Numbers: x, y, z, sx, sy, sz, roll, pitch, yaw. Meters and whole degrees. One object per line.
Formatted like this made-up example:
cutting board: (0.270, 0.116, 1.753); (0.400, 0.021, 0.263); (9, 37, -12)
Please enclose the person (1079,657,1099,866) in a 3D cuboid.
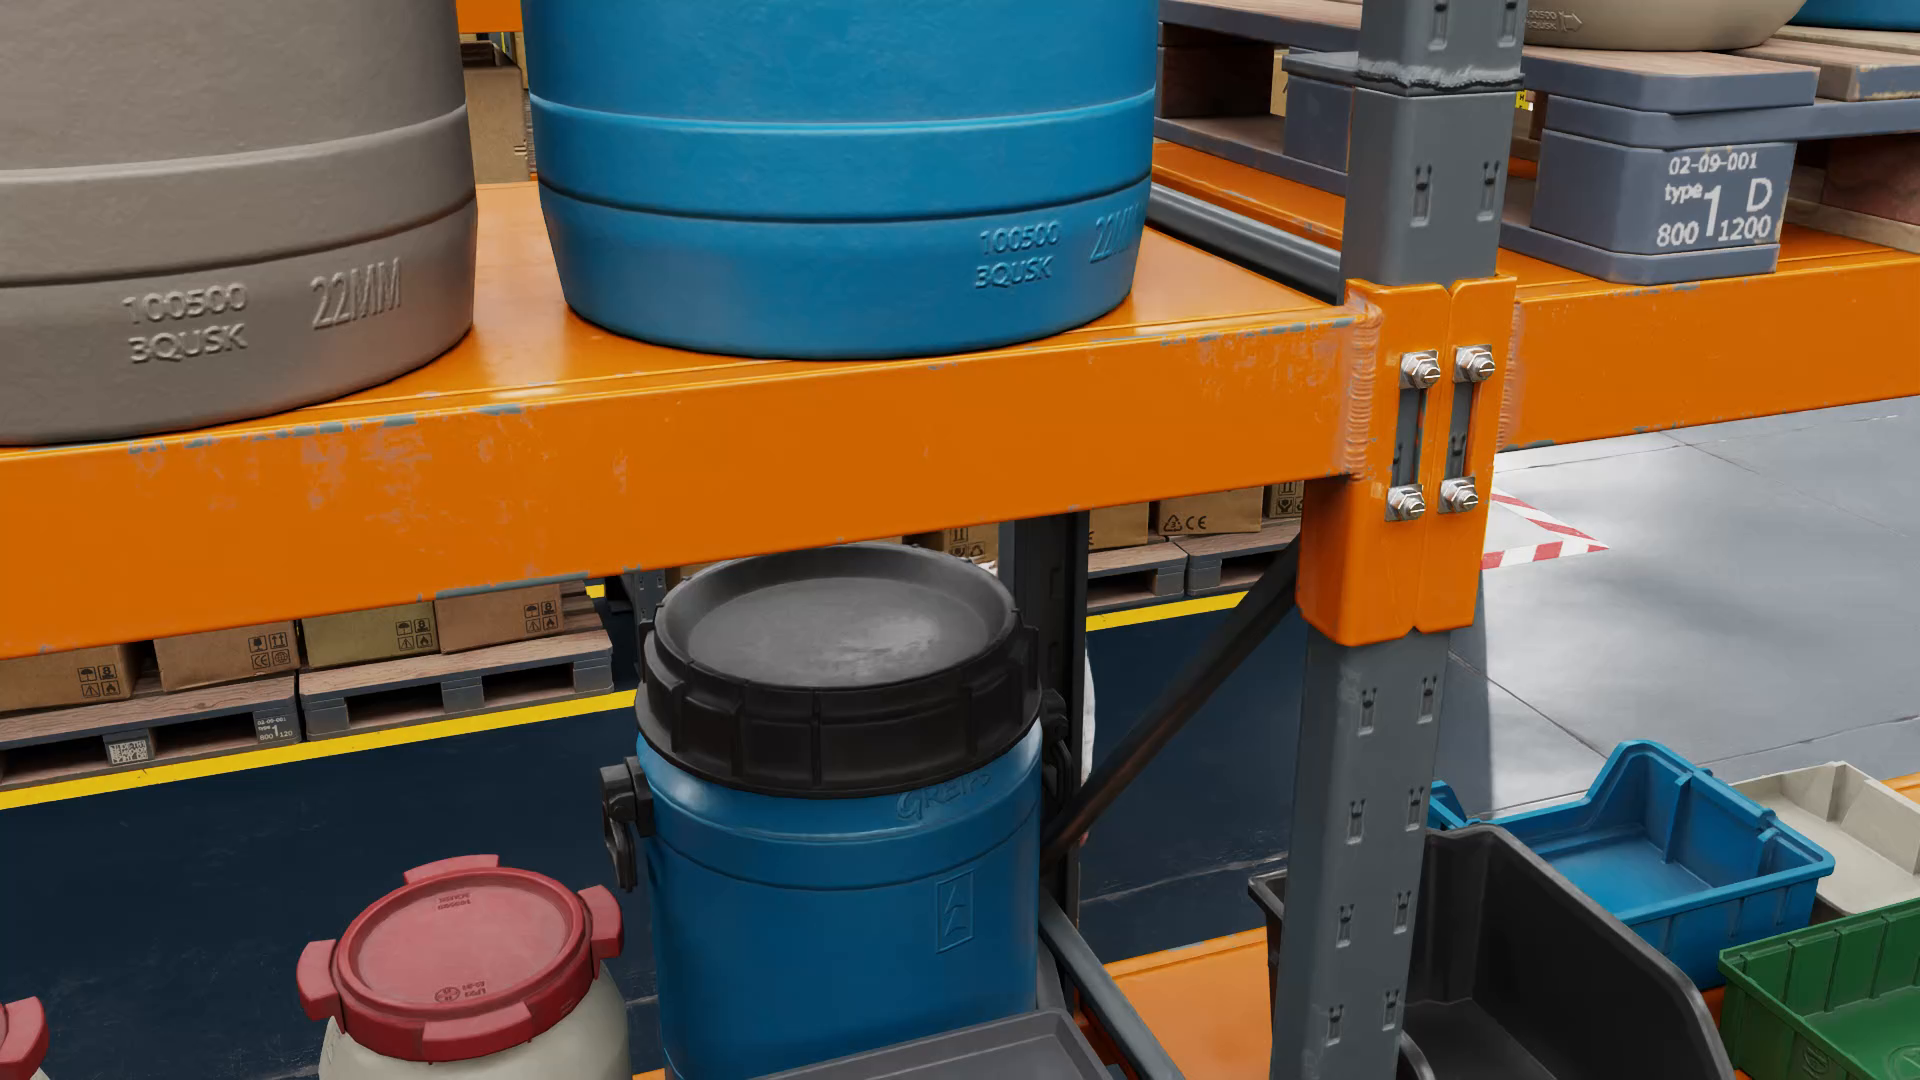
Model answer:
person: (0.079, 0.638, 5.323); (0.623, 1.195, 0.822); (-8, 24, -19)
